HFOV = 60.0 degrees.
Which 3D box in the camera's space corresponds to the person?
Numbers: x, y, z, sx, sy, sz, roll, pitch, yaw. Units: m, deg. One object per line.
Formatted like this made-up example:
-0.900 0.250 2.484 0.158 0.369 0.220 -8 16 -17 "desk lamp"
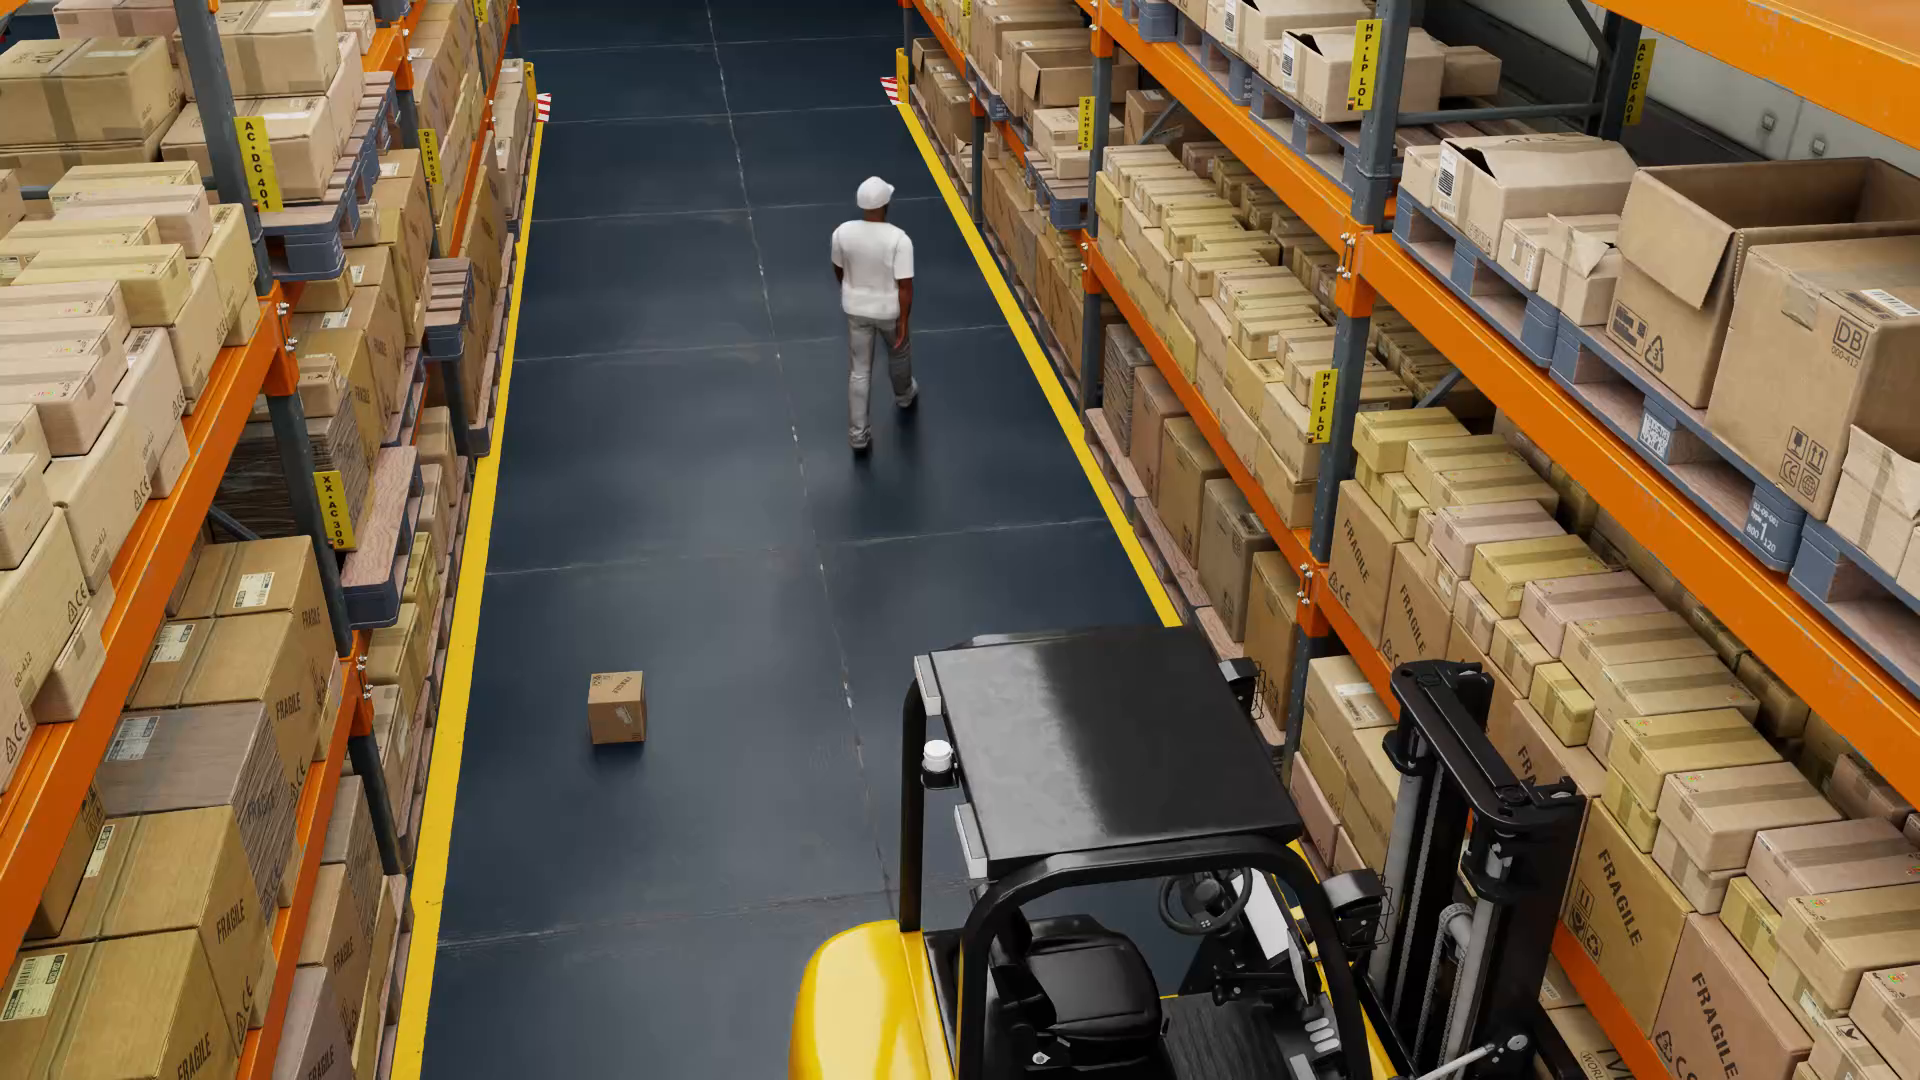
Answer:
-0.530 -1.534 10.710 0.563 1.710 1.049 5 31 9 "person"
